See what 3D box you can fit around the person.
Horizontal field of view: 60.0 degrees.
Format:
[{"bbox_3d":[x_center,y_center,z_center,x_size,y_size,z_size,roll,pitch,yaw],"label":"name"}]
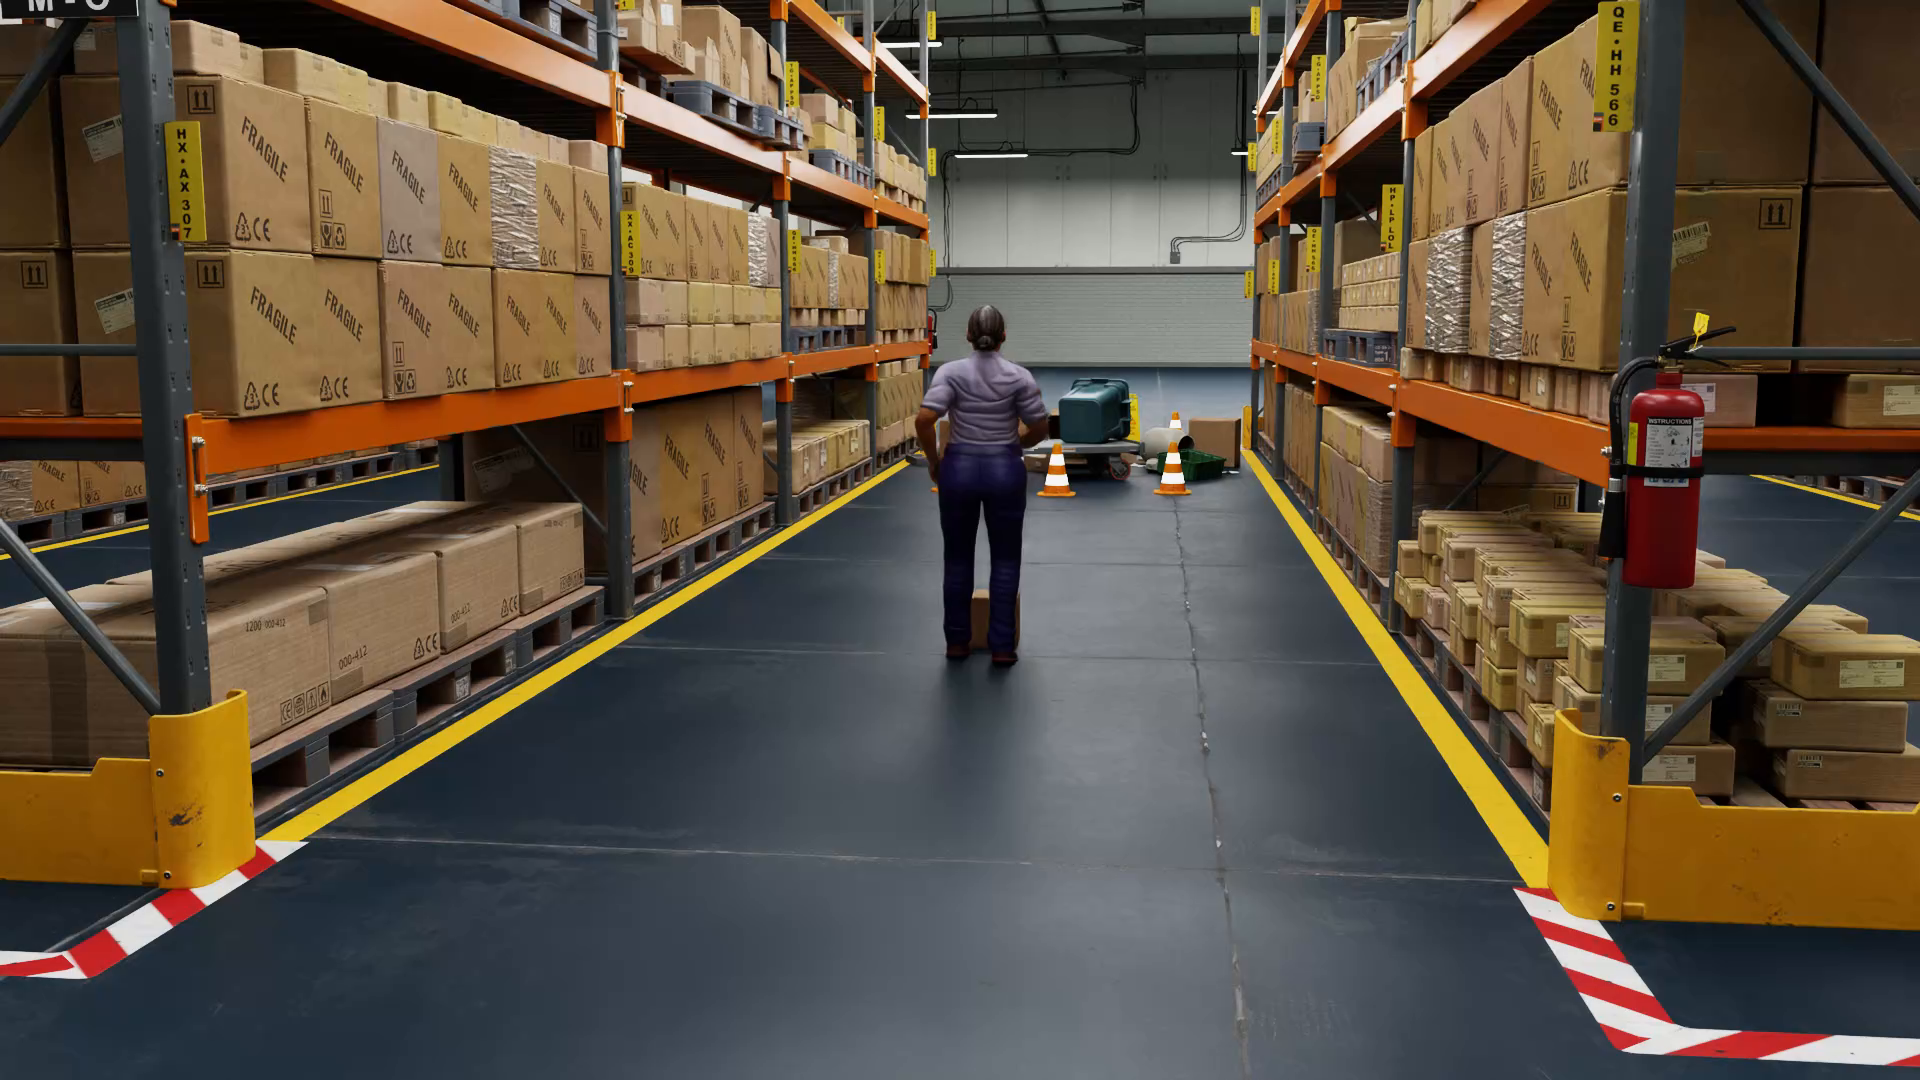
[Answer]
[{"bbox_3d":[0.116,-0.240,7.698,0.595,1.650,0.542,1,8,7],"label":"person"}]
